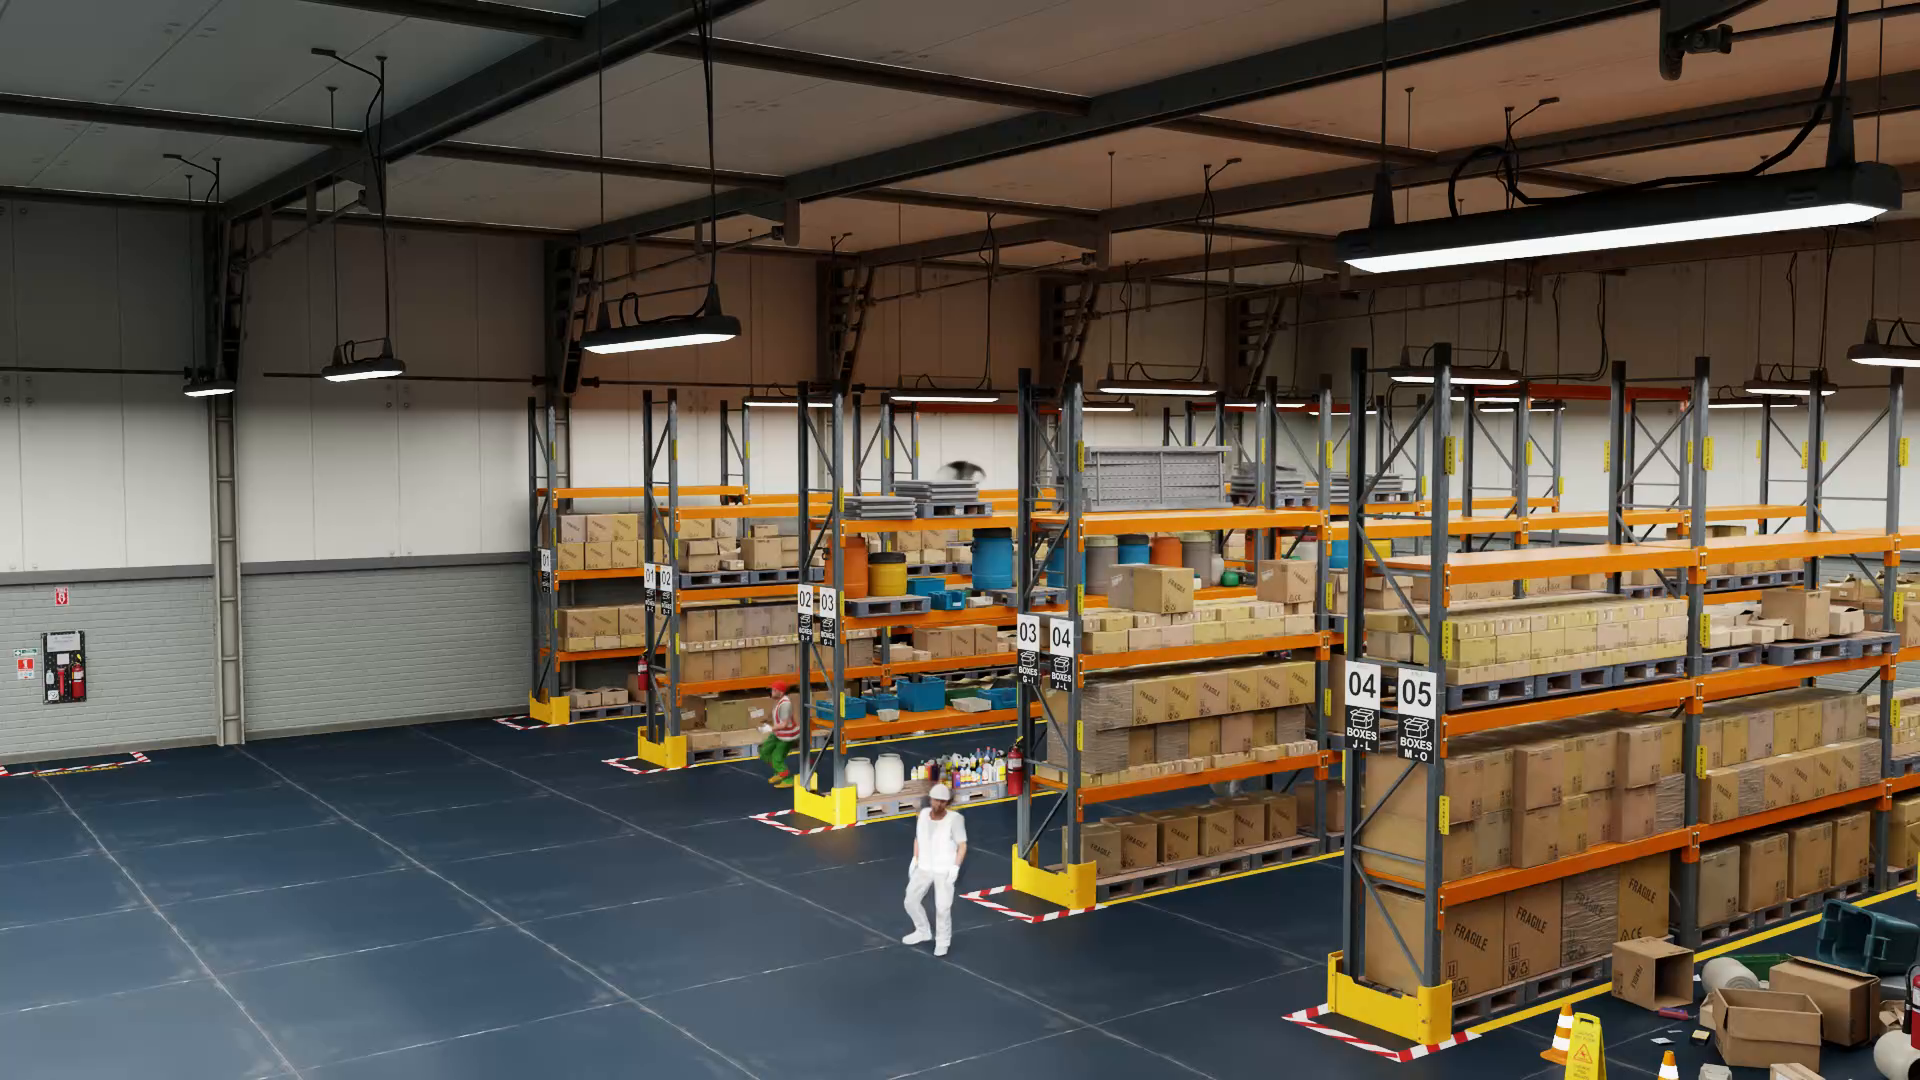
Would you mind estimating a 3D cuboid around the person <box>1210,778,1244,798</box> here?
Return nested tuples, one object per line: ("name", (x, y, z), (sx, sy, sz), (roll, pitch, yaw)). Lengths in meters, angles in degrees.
("person", (3.658, 3.061, 22.687), (0.839, 1.537, 0.558), (-2, 4, -28))

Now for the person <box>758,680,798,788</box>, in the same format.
("person", (-2.711, 2.879, 24.545), (0.696, 1.660, 0.861), (-2, 4, -28))

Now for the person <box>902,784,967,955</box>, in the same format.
("person", (-0.296, 3.302, 16.658), (0.784, 1.750, 0.596), (2, 4, 24))
